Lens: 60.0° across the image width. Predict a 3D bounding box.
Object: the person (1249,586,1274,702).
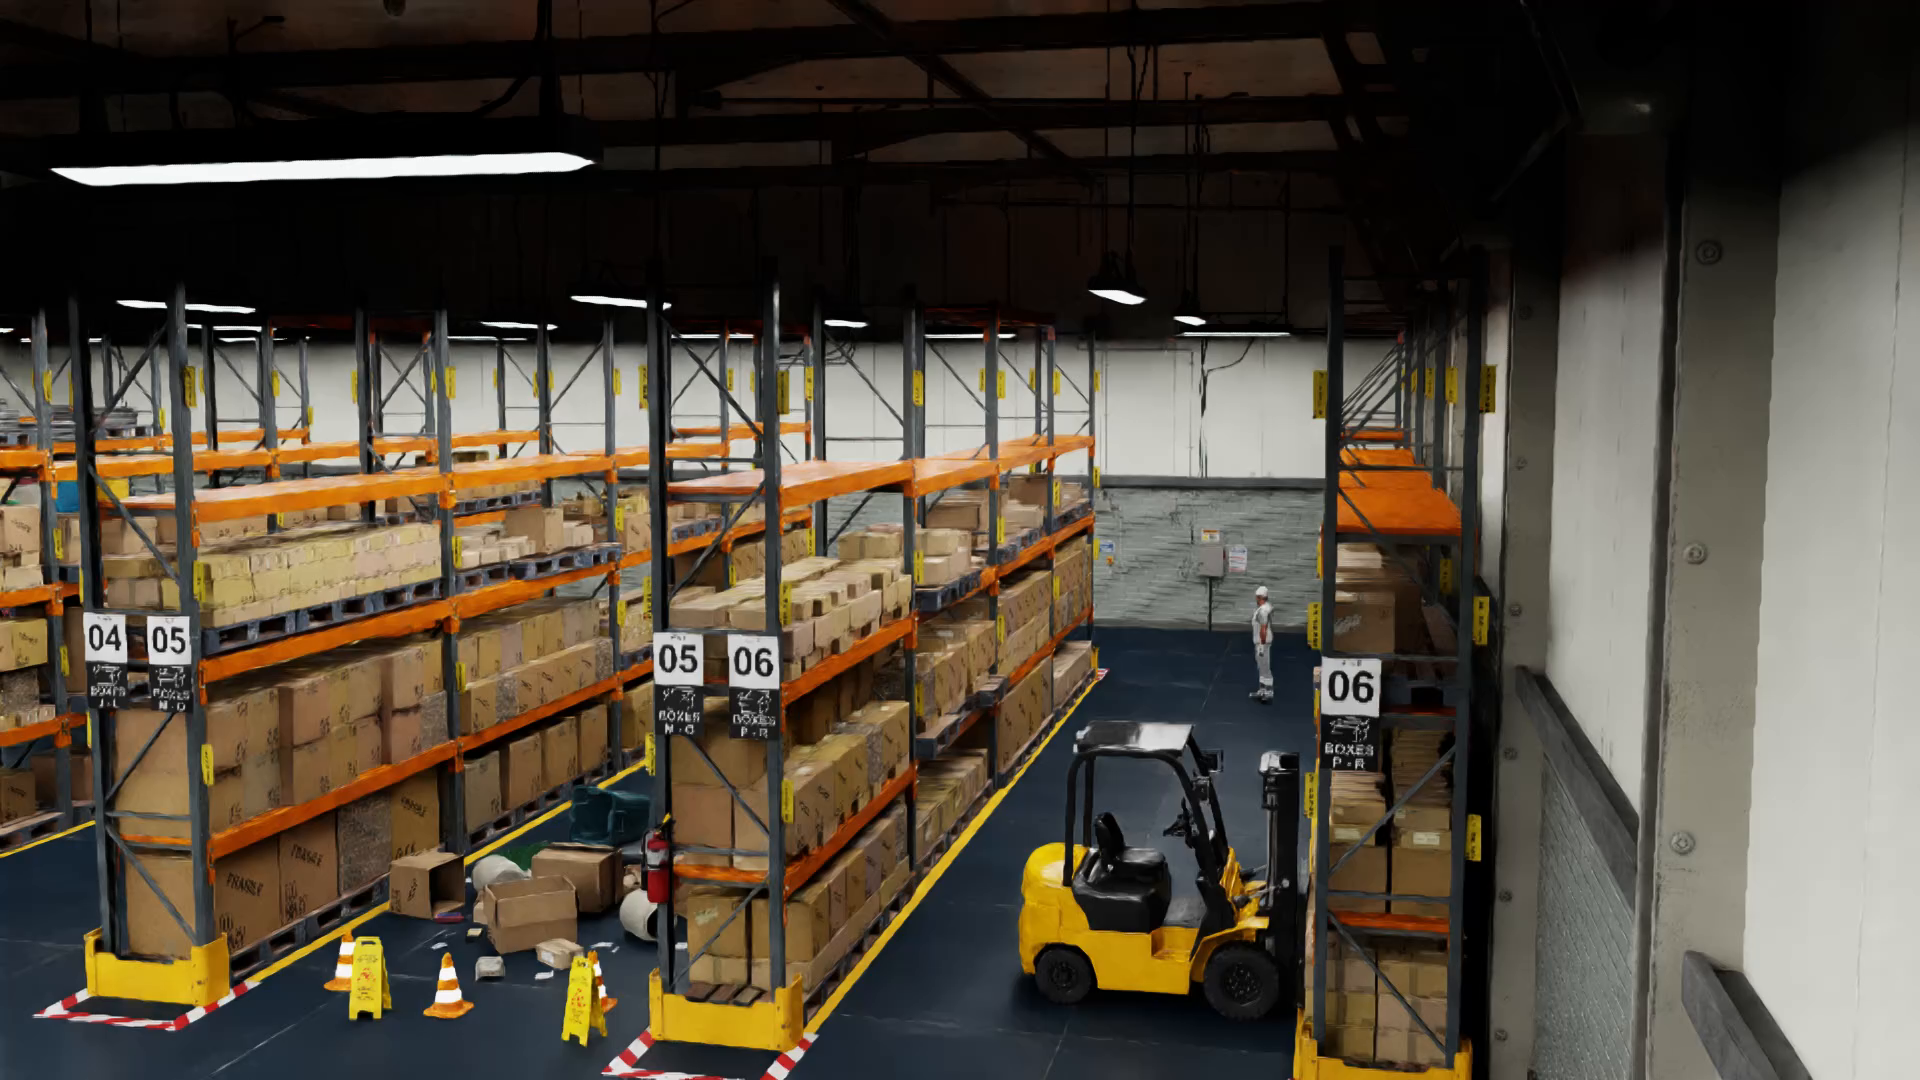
[{"bbox_3d":[4.749,1.623,26.147,0.404,1.790,0.658,1,6,12],"label":"person"}]
